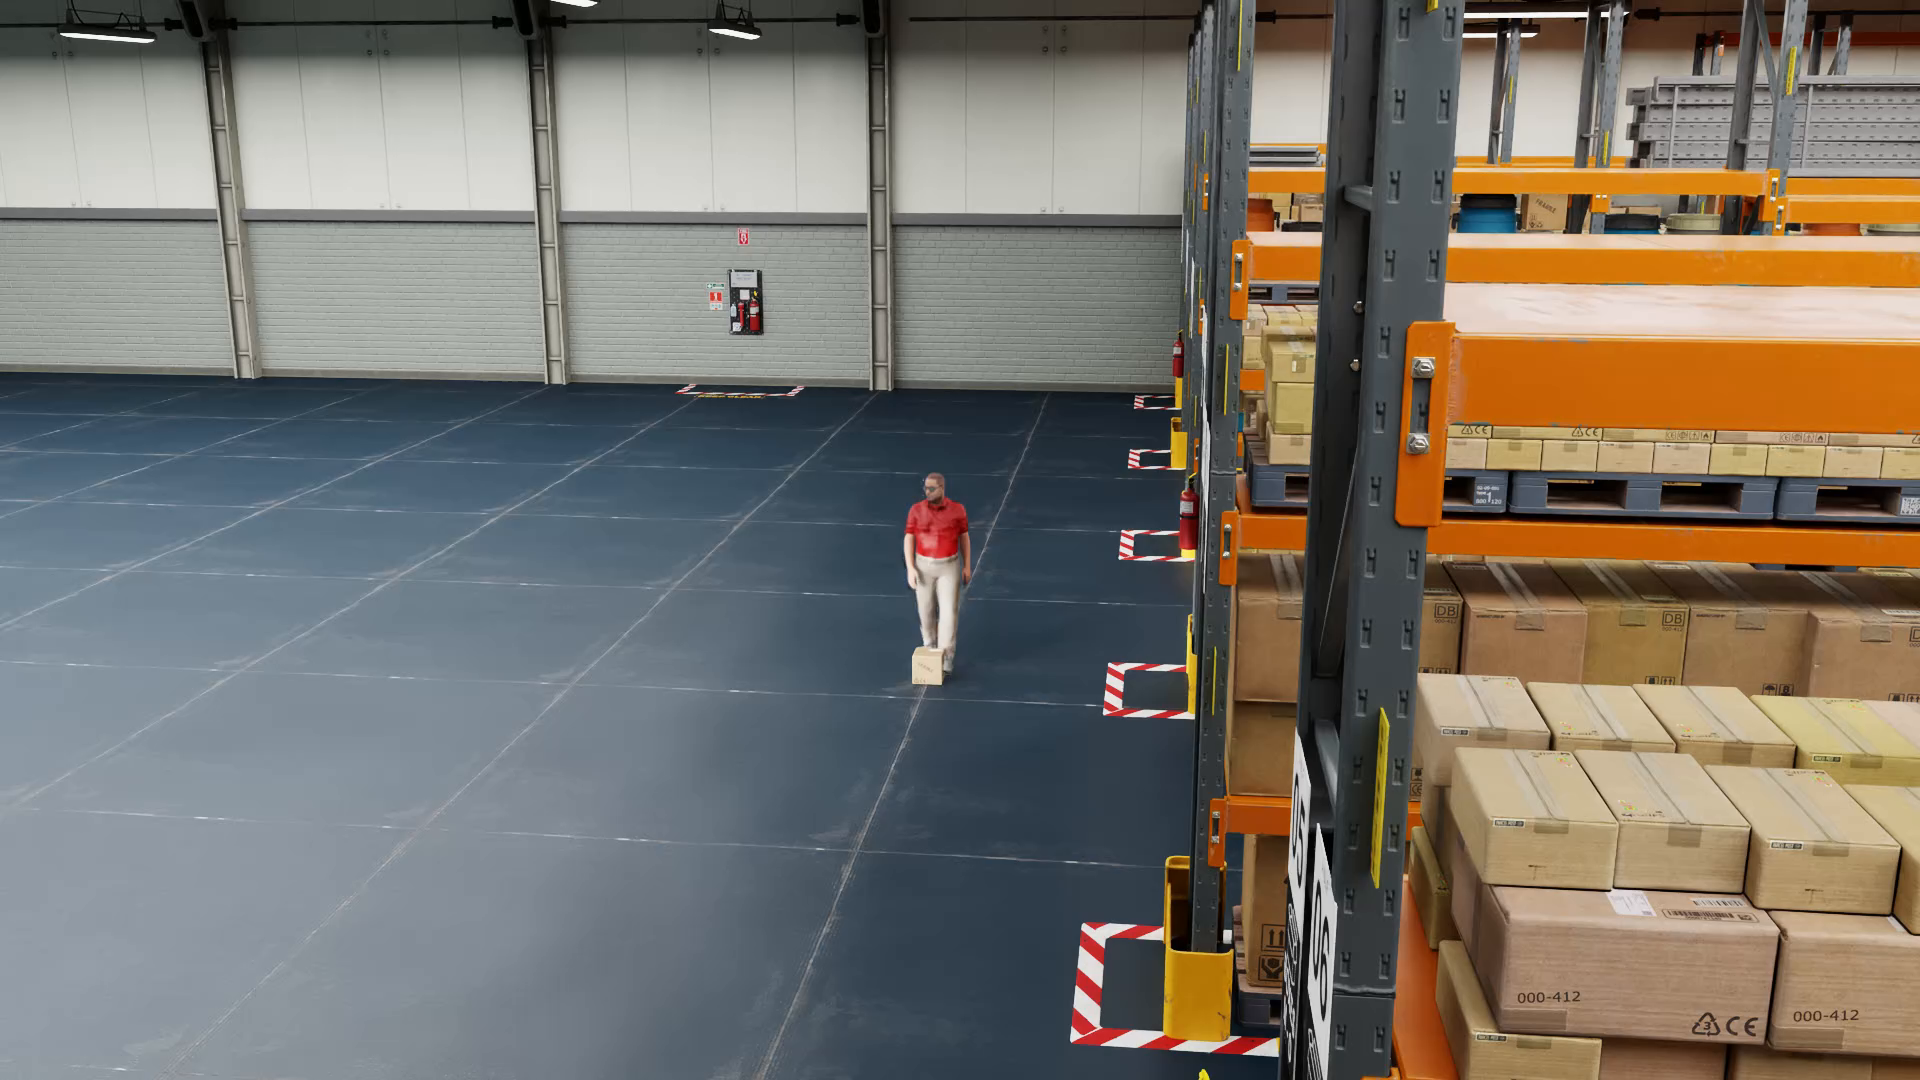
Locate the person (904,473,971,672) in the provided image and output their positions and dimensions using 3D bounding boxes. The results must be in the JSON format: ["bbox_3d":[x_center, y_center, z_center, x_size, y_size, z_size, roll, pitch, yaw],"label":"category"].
[{"bbox_3d":[-0.219,0.280,14.448,0.569,1.699,0.951,2,14,7],"label":"person"}]
